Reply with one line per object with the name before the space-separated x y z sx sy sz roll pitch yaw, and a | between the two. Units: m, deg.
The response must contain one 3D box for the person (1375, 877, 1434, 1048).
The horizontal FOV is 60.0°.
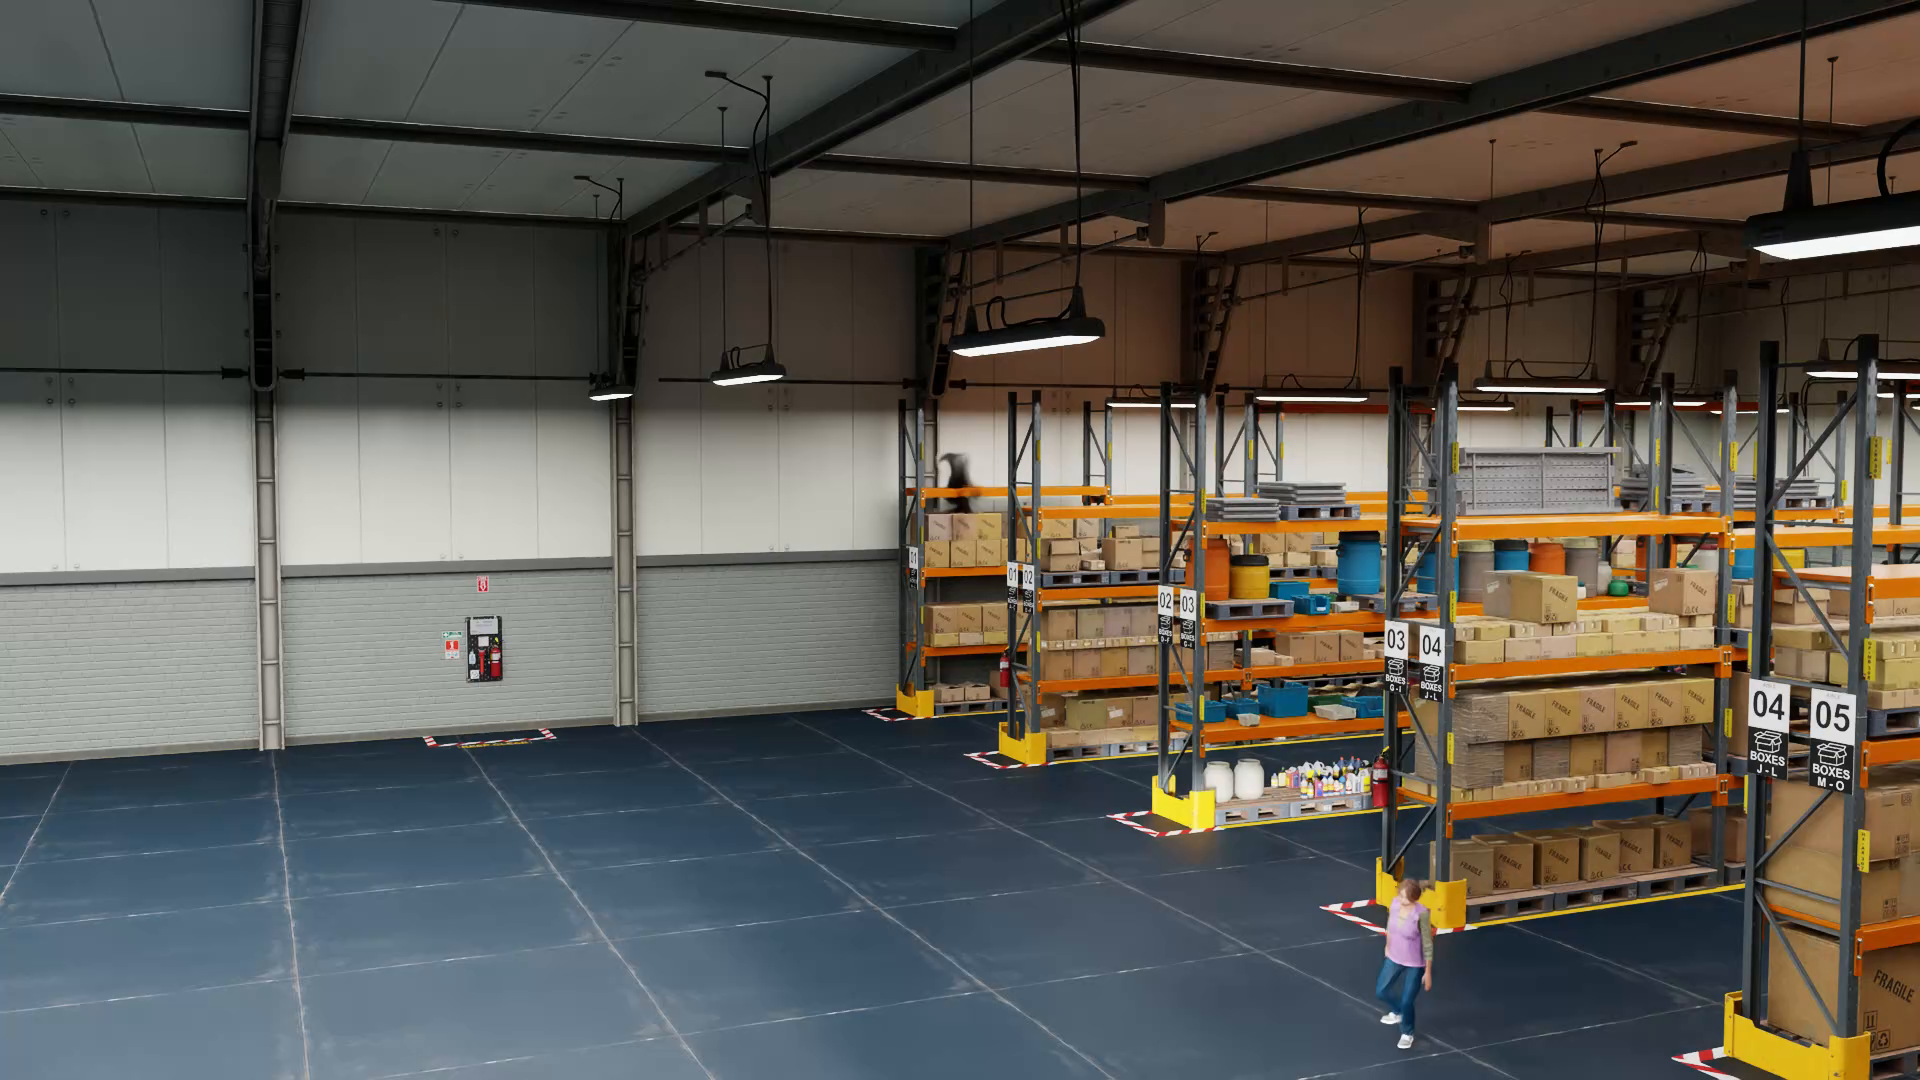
person | 3.807 3.566 14.142 0.664 1.520 0.601 3 5 44
